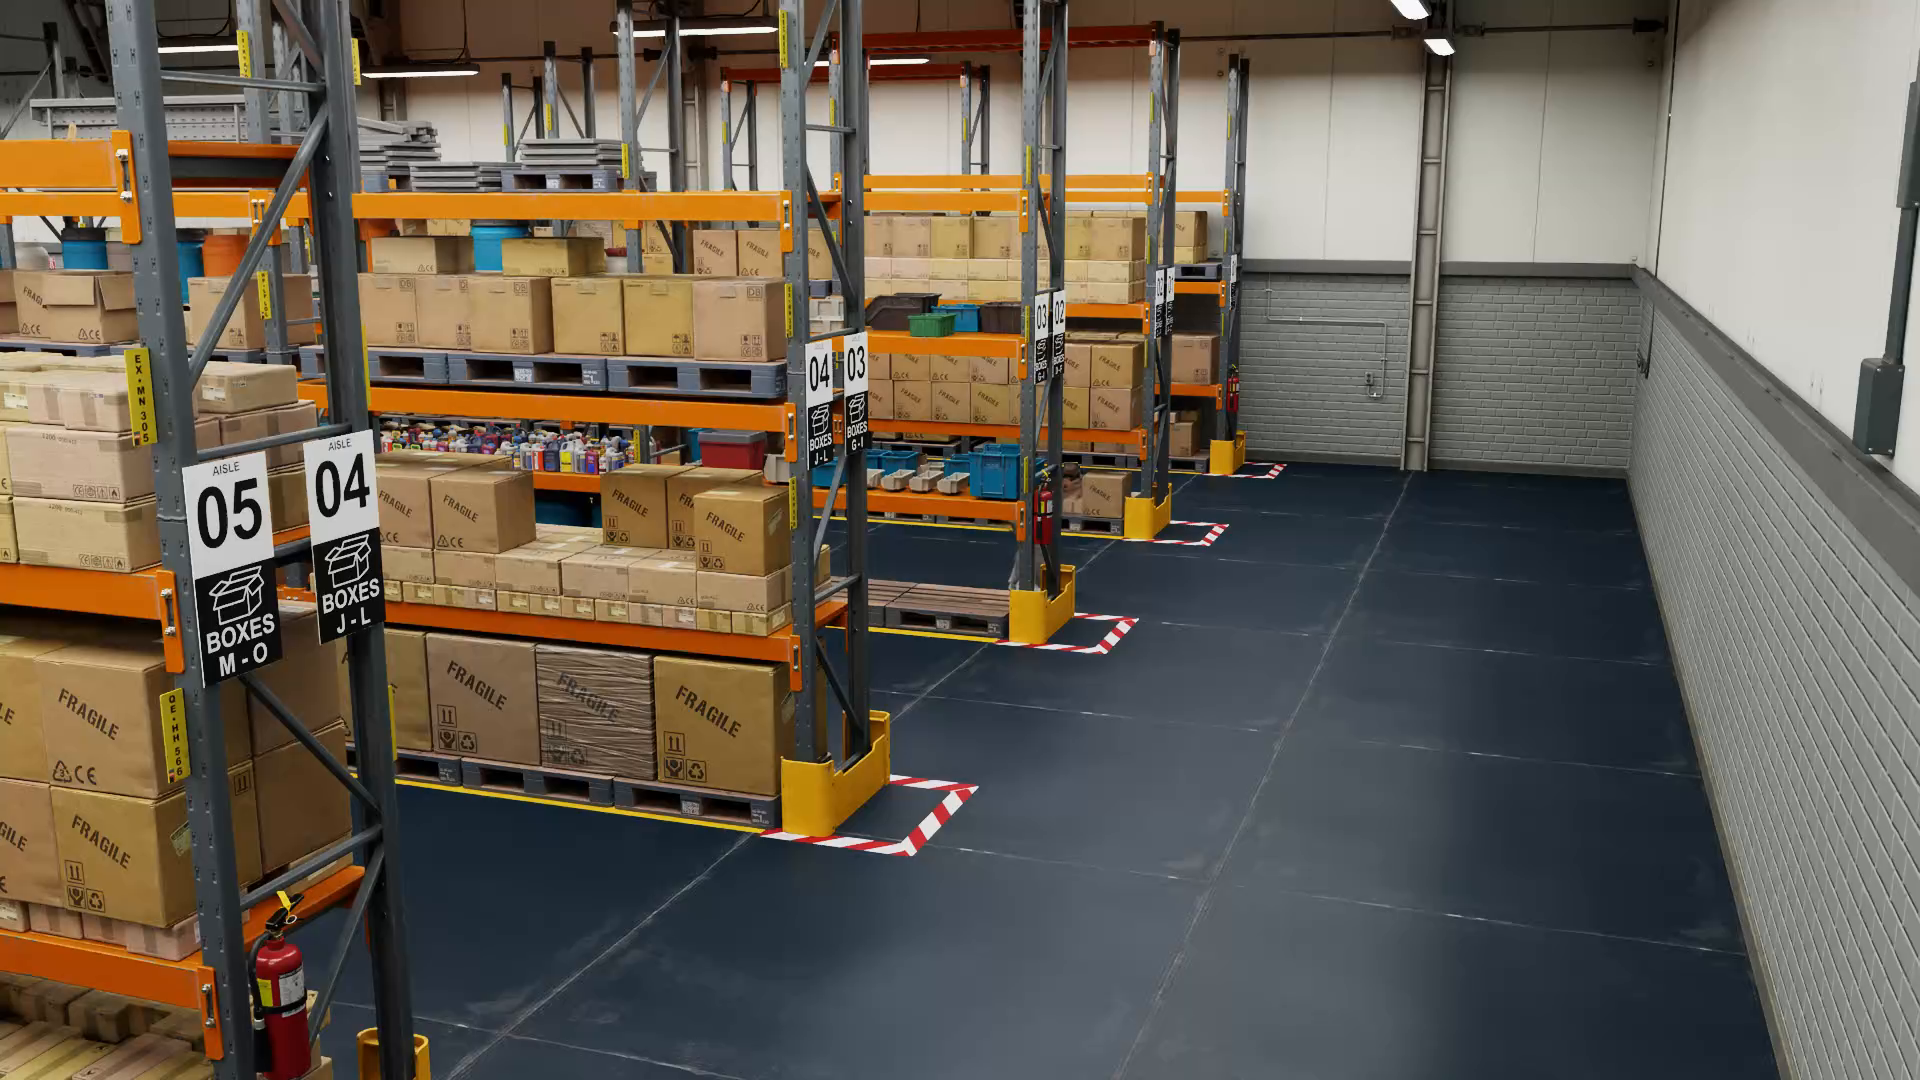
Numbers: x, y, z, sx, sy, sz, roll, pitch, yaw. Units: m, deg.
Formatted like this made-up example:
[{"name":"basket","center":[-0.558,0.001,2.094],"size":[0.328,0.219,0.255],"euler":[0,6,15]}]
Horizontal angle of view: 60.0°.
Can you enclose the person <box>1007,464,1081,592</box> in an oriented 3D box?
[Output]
[{"name":"person","center":[0.865,-0.122,17.356],"size":[0.789,1.343,0.418],"euler":[-4,13,-19]}]
